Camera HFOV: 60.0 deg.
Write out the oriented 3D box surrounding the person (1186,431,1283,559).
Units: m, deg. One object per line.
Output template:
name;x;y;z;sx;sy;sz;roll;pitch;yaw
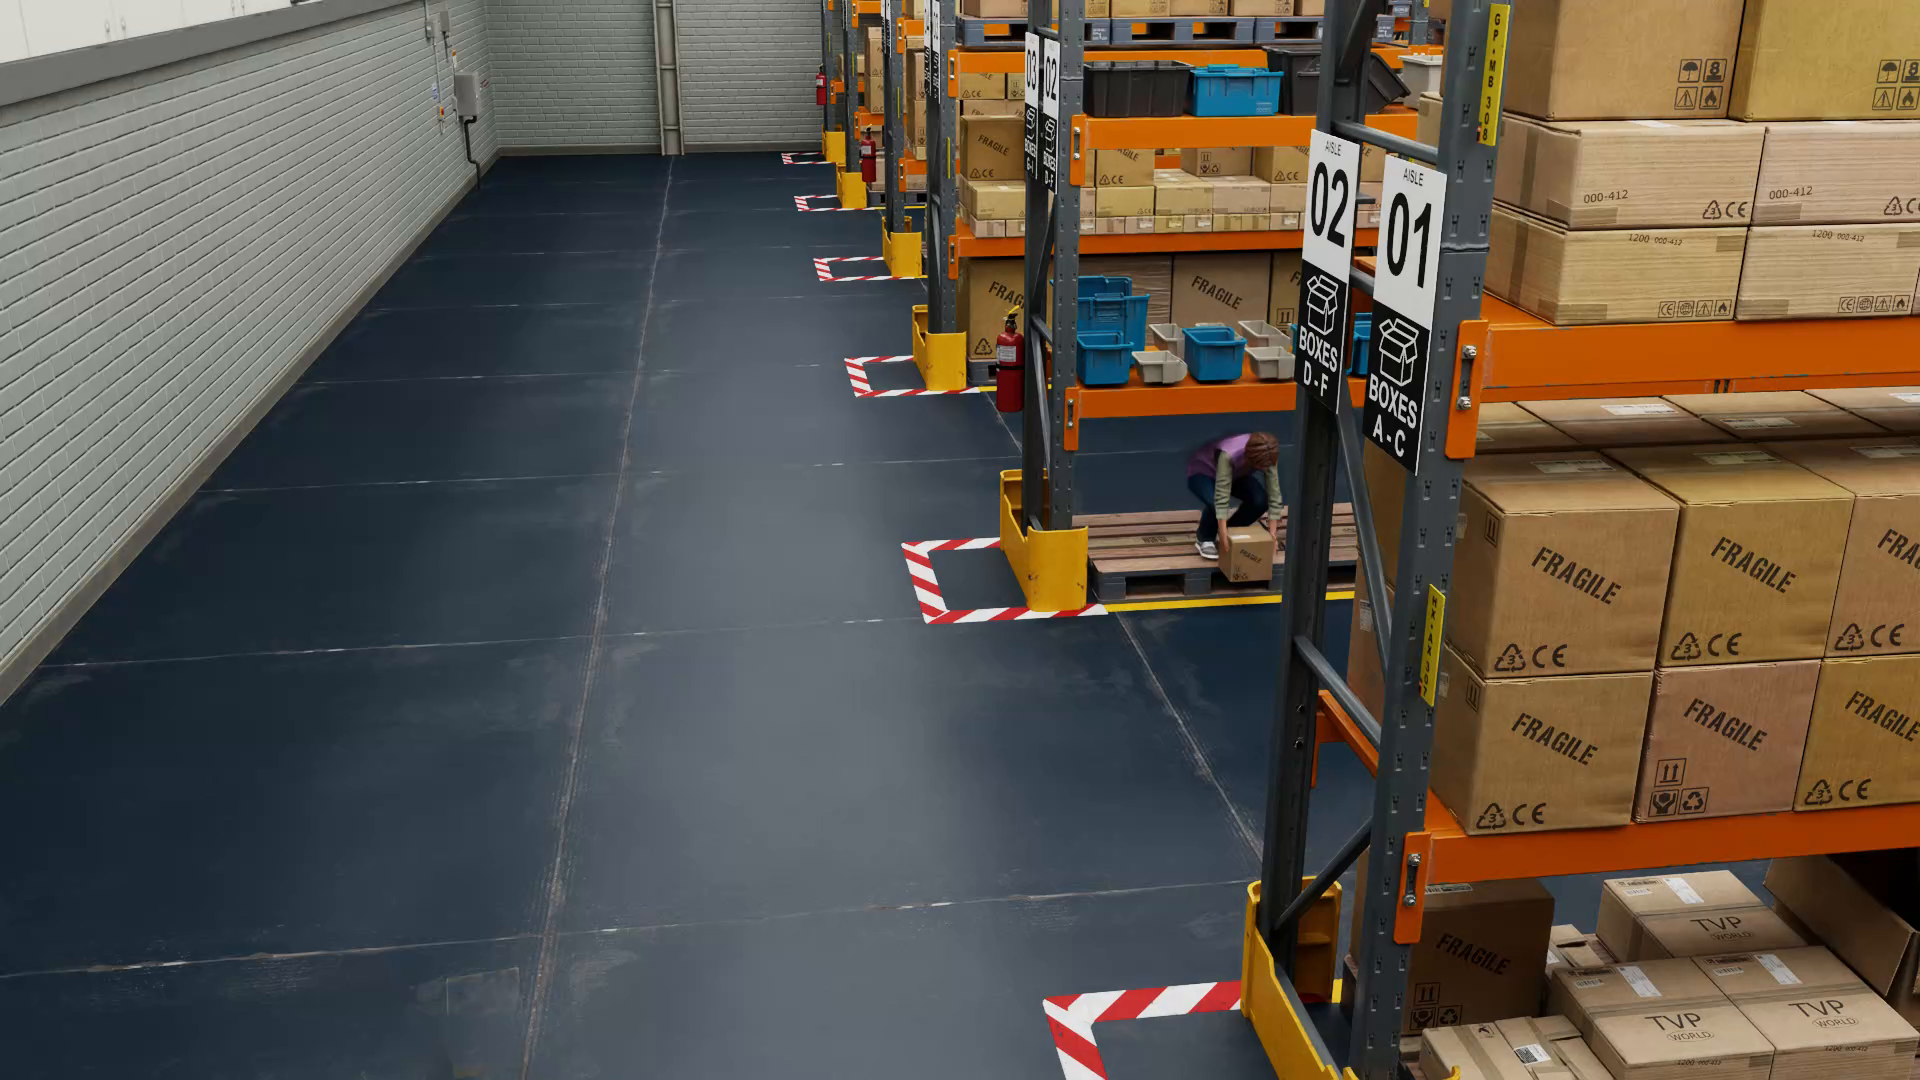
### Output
person;1.628;-0.303;9.873;0.440;0.860;0.793;-5;21;-13
